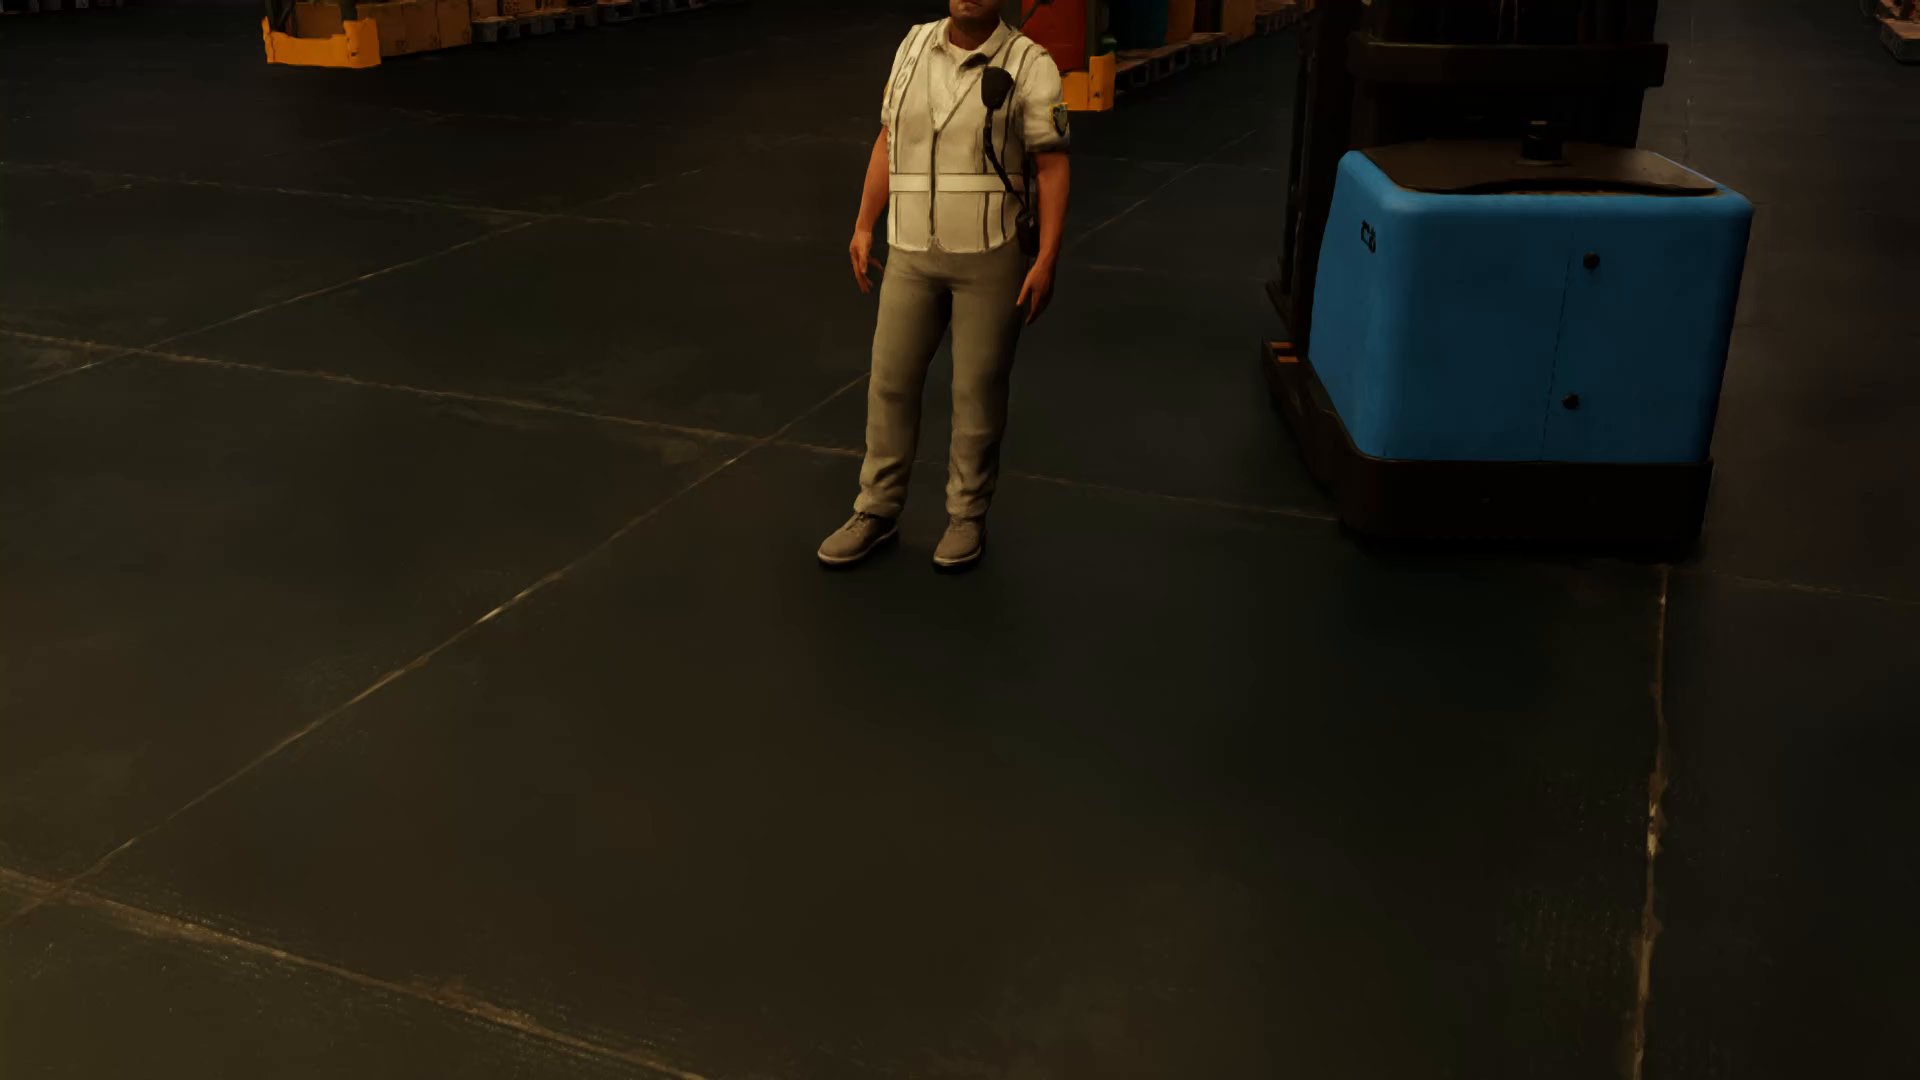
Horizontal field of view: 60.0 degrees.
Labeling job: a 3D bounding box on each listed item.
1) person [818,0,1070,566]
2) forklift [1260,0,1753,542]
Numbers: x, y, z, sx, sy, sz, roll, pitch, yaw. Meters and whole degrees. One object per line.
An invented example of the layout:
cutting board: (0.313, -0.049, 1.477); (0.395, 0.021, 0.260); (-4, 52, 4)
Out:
person: (-0.041, -0.803, 4.684); (0.640, 1.781, 0.574); (9, 24, 21)
forklift: (1.748, -1.871, 5.768); (1.130, 2.935, 3.031); (1, 23, 2)
